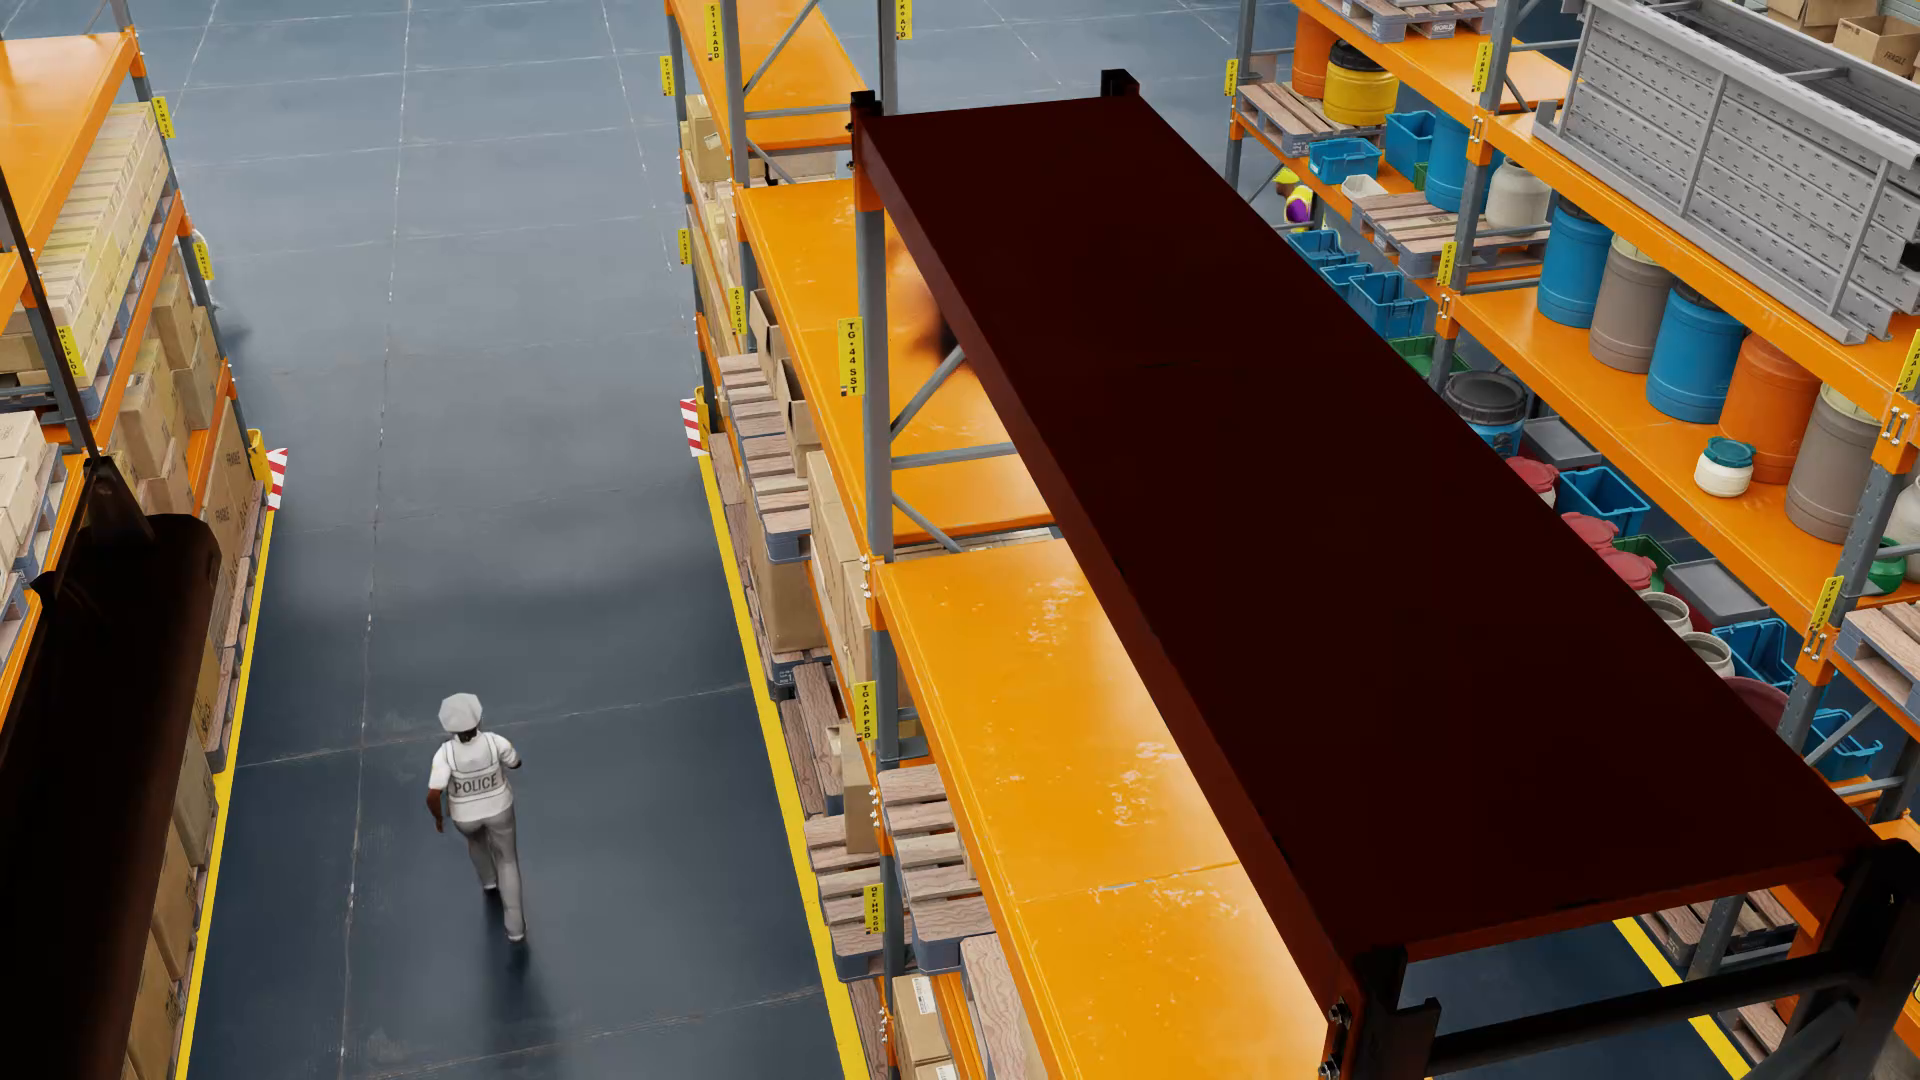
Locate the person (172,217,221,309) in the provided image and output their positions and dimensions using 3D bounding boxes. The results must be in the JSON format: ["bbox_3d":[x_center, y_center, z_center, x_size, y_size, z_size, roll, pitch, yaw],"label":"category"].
[{"bbox_3d":[-8.114,-3.028,16.976,0.663,1.726,0.618,-23,41,-30],"label":"person"}]

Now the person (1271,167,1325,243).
[{"bbox_3d":[3.607,-3.027,17.119,0.988,1.585,0.676,14,37,20],"label":"person"}]

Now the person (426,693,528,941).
[{"bbox_3d":[-2.904,1.683,10.127,0.565,1.742,0.859,-10,36,-14],"label":"person"}]
